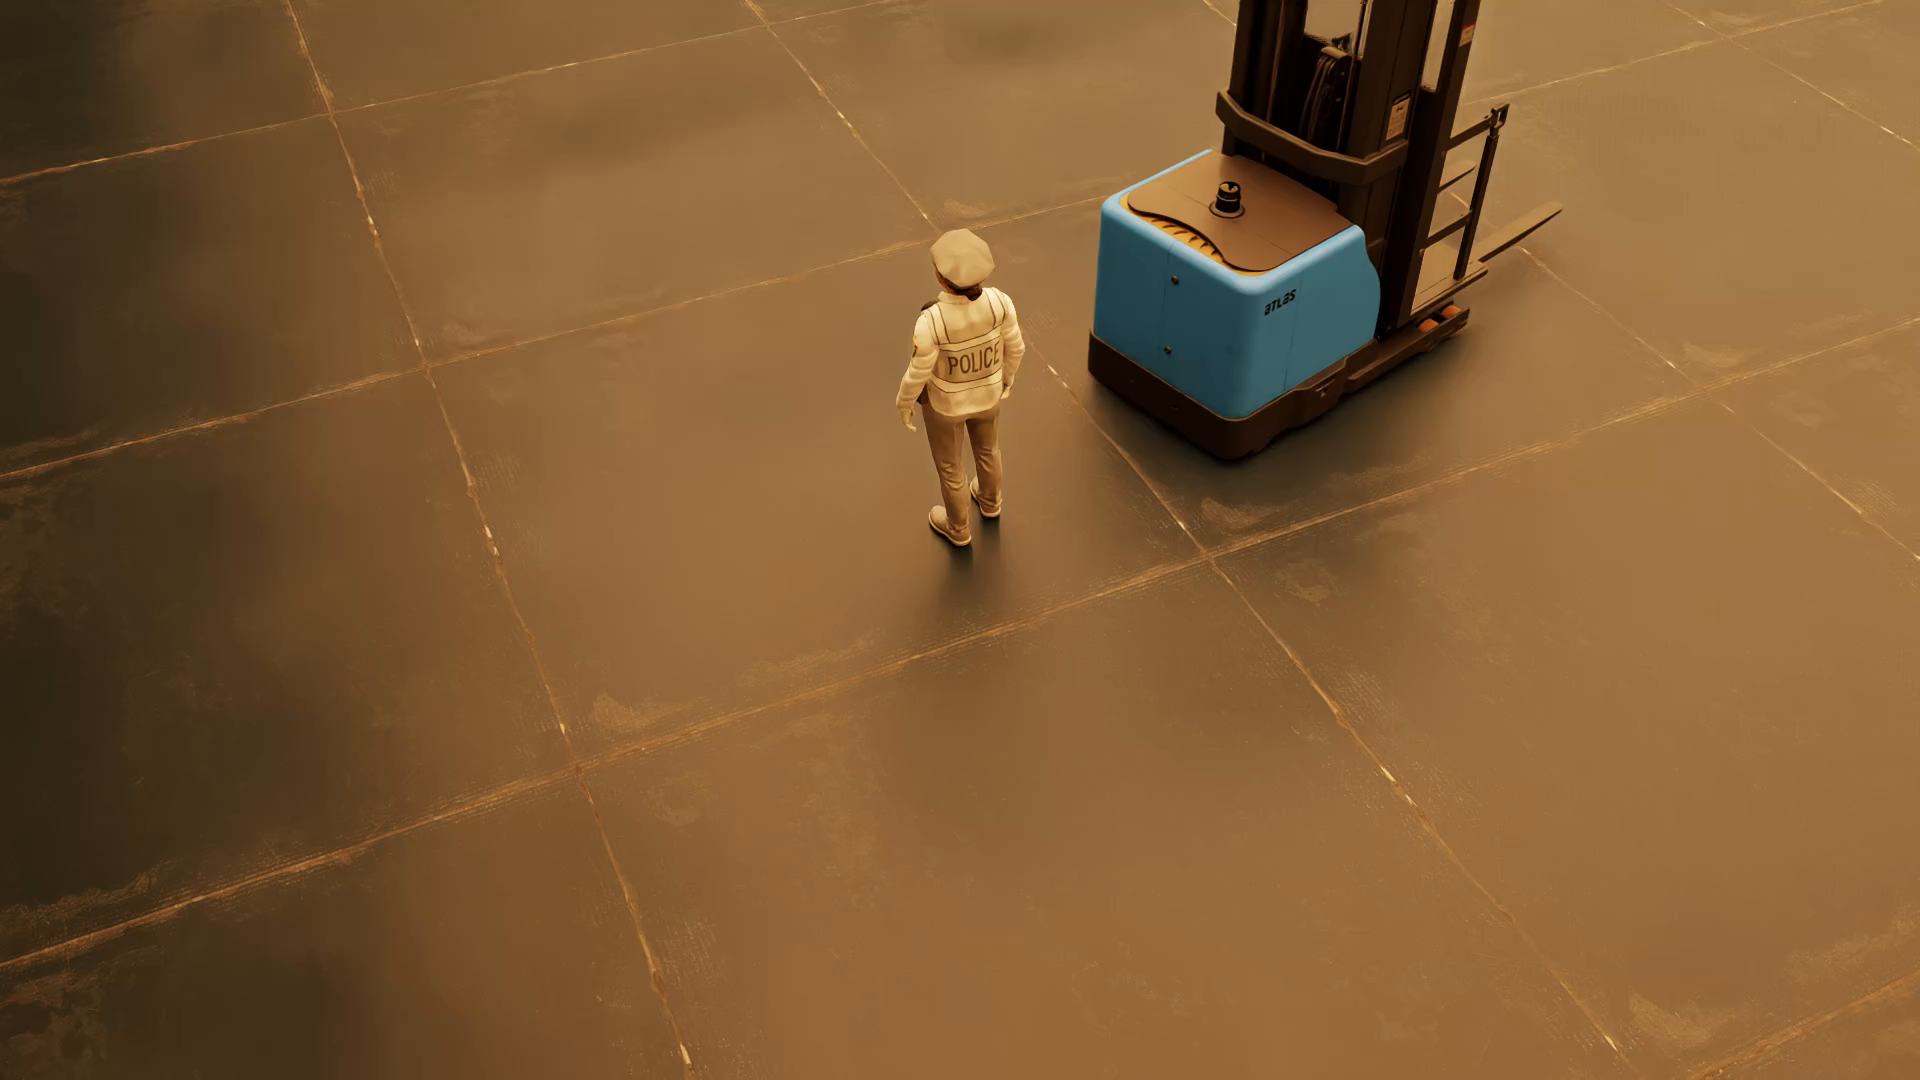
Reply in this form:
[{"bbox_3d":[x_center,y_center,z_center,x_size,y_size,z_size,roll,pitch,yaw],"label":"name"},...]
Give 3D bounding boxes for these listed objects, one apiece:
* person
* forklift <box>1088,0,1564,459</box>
[{"bbox_3d":[-0.022,-0.668,7.292,0.587,1.696,0.534,-18,46,-18],"label":"person"},{"bbox_3d":[2.112,-2.332,8.179,3.031,2.935,1.130,-31,51,-29],"label":"forklift"}]
